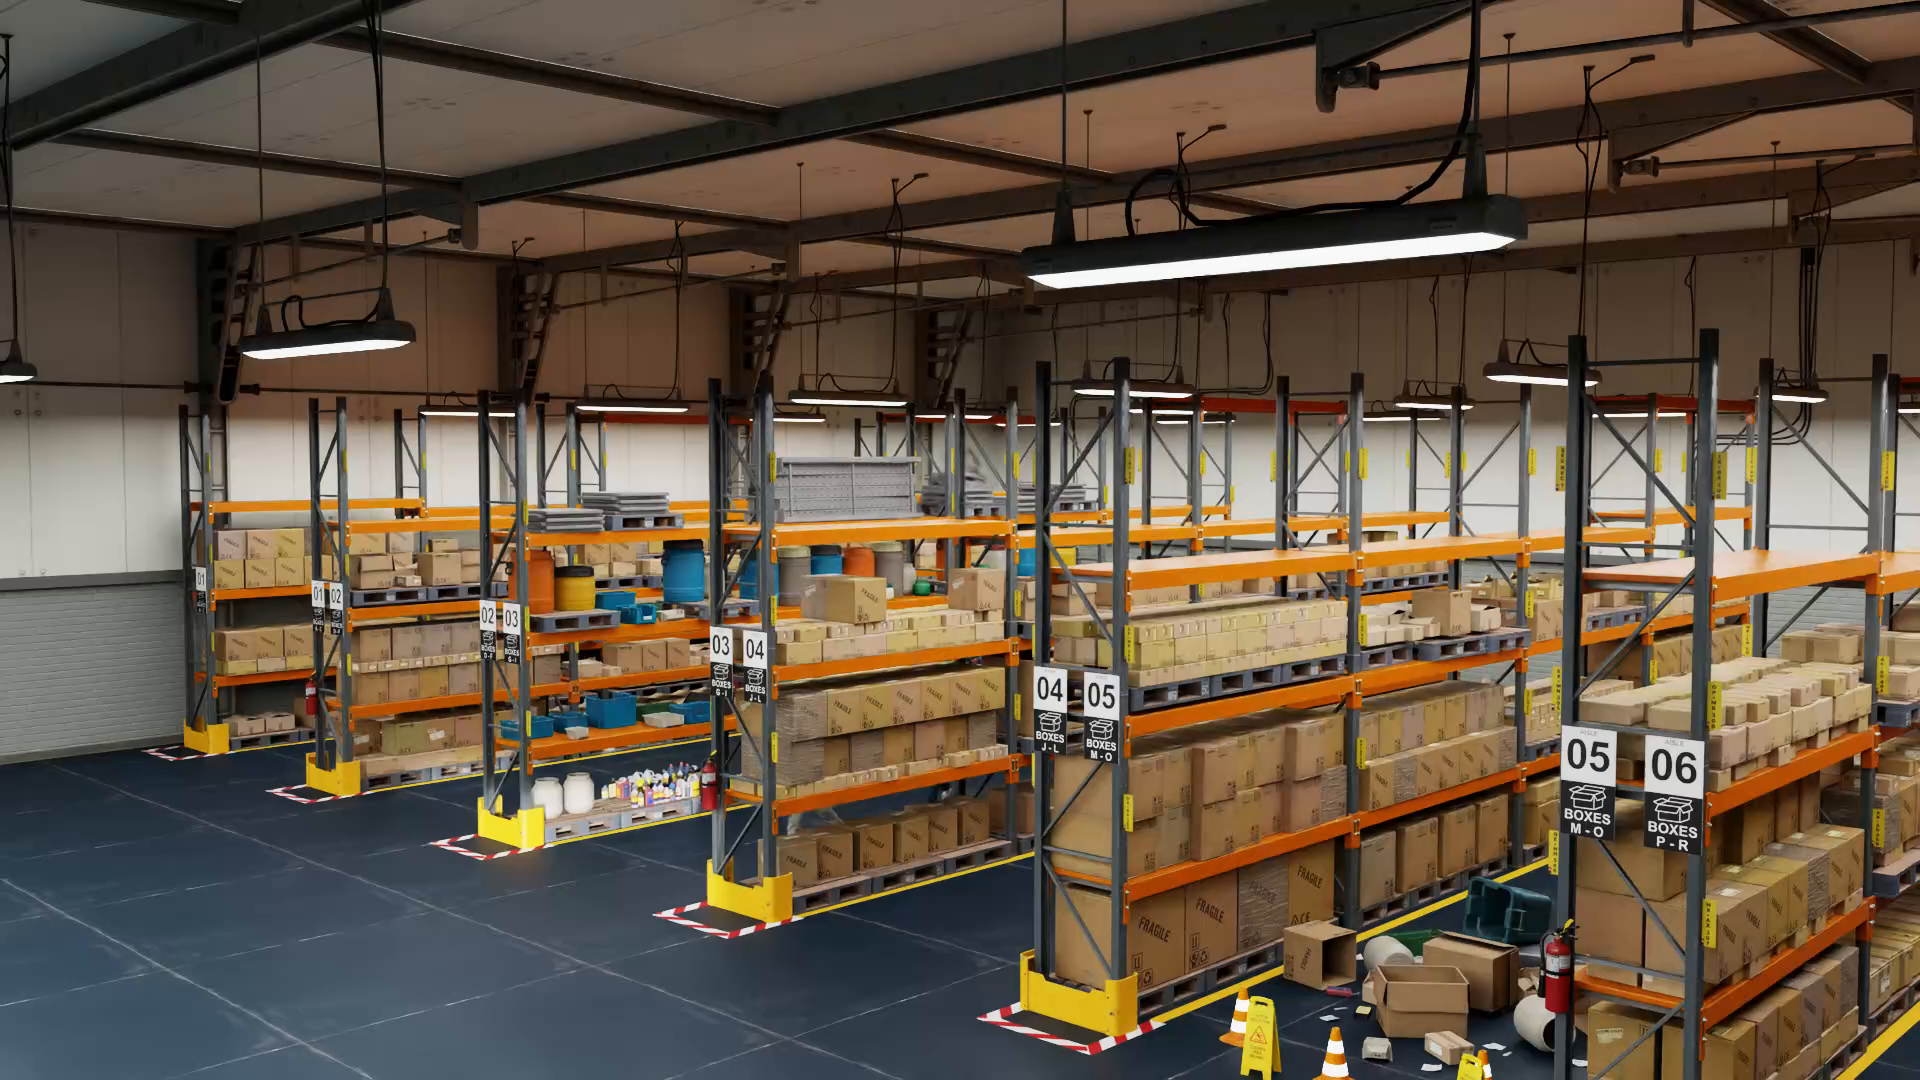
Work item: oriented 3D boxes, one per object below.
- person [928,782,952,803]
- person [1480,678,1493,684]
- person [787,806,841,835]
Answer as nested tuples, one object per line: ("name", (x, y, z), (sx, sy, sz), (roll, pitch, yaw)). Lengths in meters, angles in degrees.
("person", (-0.320, 3.074, 23.926), (0.545, 1.580, 0.873), (2, 3, 29))
("person", (7.832, 2.948, 24.843), (1.116, 1.758, 0.731), (-3, 4, -41))
("person", (-1.969, 3.107, 21.742), (0.662, 1.771, 0.986), (3, 4, 40))
